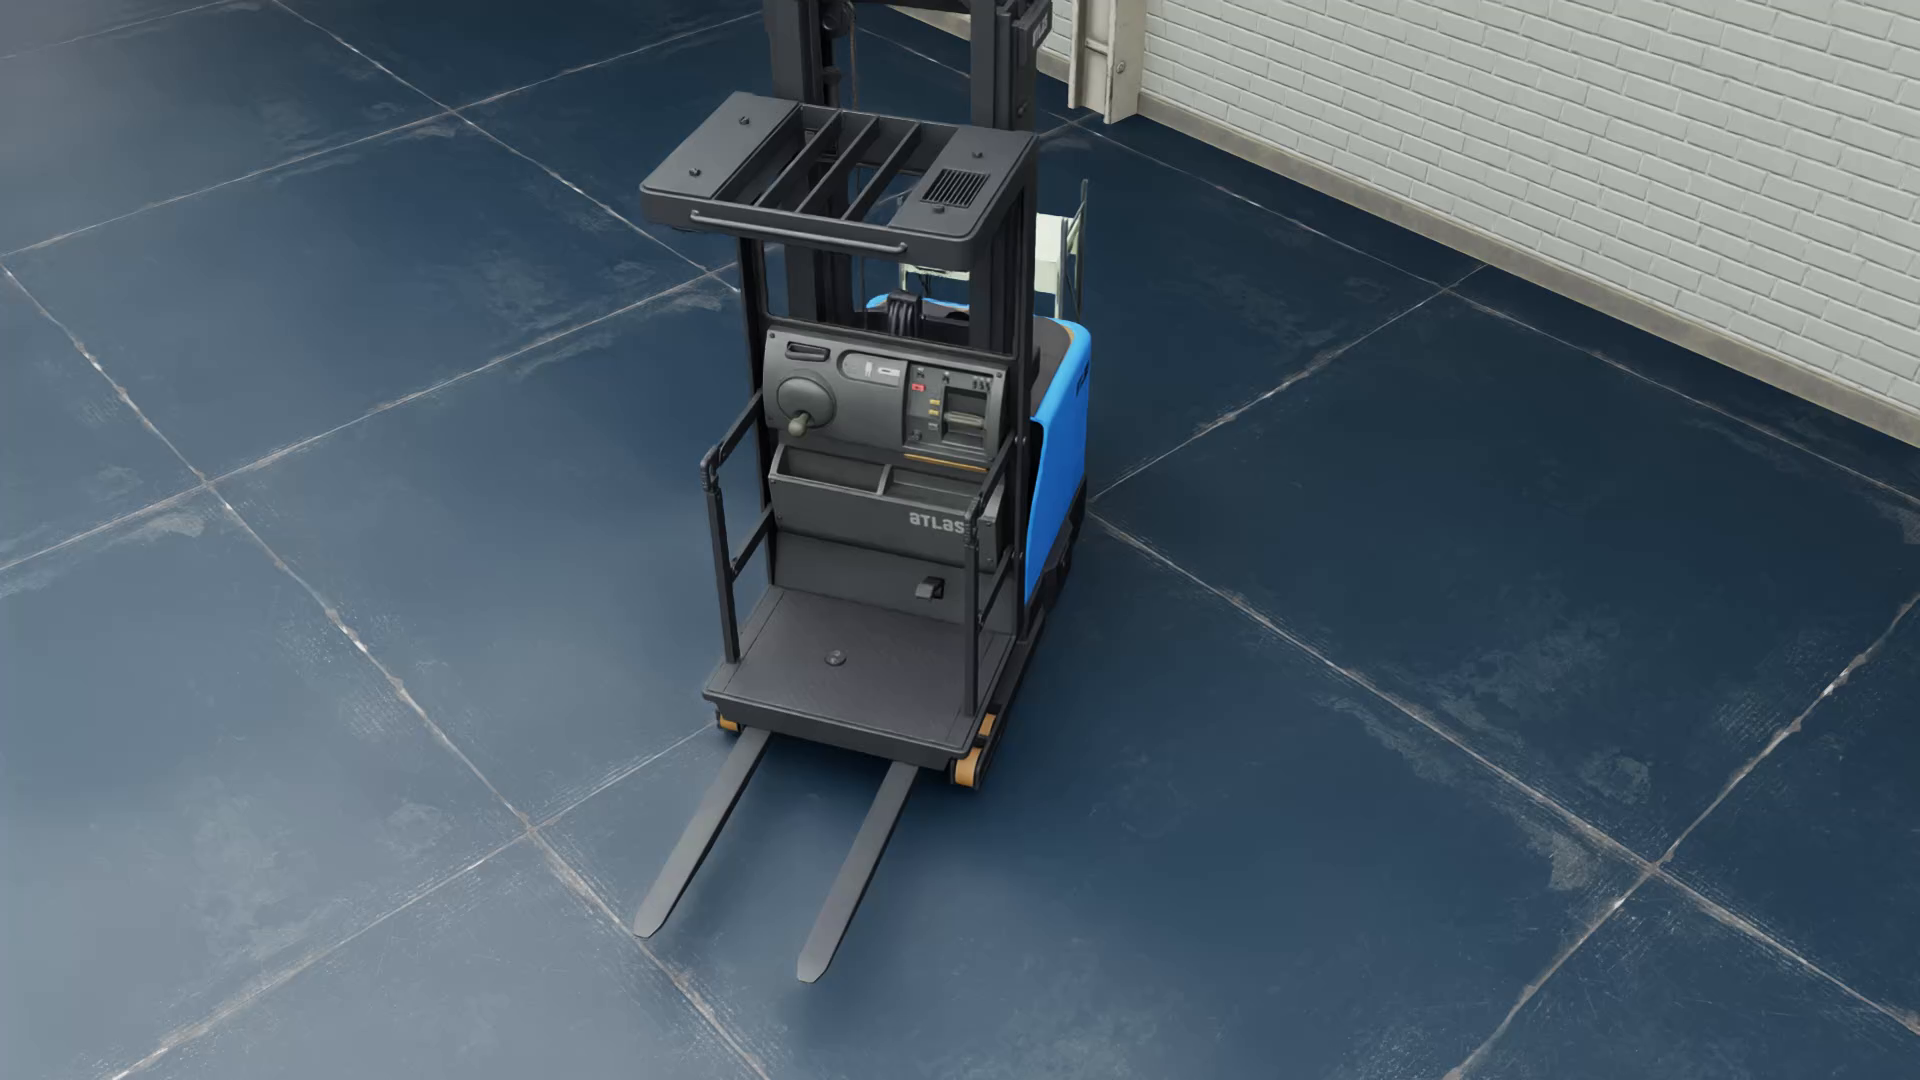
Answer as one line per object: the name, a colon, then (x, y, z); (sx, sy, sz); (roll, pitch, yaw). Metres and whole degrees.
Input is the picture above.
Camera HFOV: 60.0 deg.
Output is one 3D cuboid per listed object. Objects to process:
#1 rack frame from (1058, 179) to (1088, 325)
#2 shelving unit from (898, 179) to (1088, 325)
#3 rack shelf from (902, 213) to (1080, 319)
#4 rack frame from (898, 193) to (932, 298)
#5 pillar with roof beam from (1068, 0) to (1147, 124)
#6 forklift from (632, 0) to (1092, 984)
rack frame: (0.497, -0.887, 7.654); (0.023, 1.500, 0.400); (11, 40, 13)
shelving unit: (0.148, -0.954, 7.738); (0.755, 1.500, 0.431); (11, 40, 13)
rack shelf: (0.148, -1.258, 7.493); (0.720, 0.370, 0.431); (11, 40, 13)
rack frame: (-0.202, -1.022, 7.822); (0.023, 1.500, 0.400); (11, 40, 13)
pillar with roof beam: (-2.186, -4.631, 6.322); (9.100, 9.000, 0.400); (-30, 48, -32)
forklift: (-0.349, -0.454, 5.979); (1.130, 2.935, 3.031); (11, 40, 14)
